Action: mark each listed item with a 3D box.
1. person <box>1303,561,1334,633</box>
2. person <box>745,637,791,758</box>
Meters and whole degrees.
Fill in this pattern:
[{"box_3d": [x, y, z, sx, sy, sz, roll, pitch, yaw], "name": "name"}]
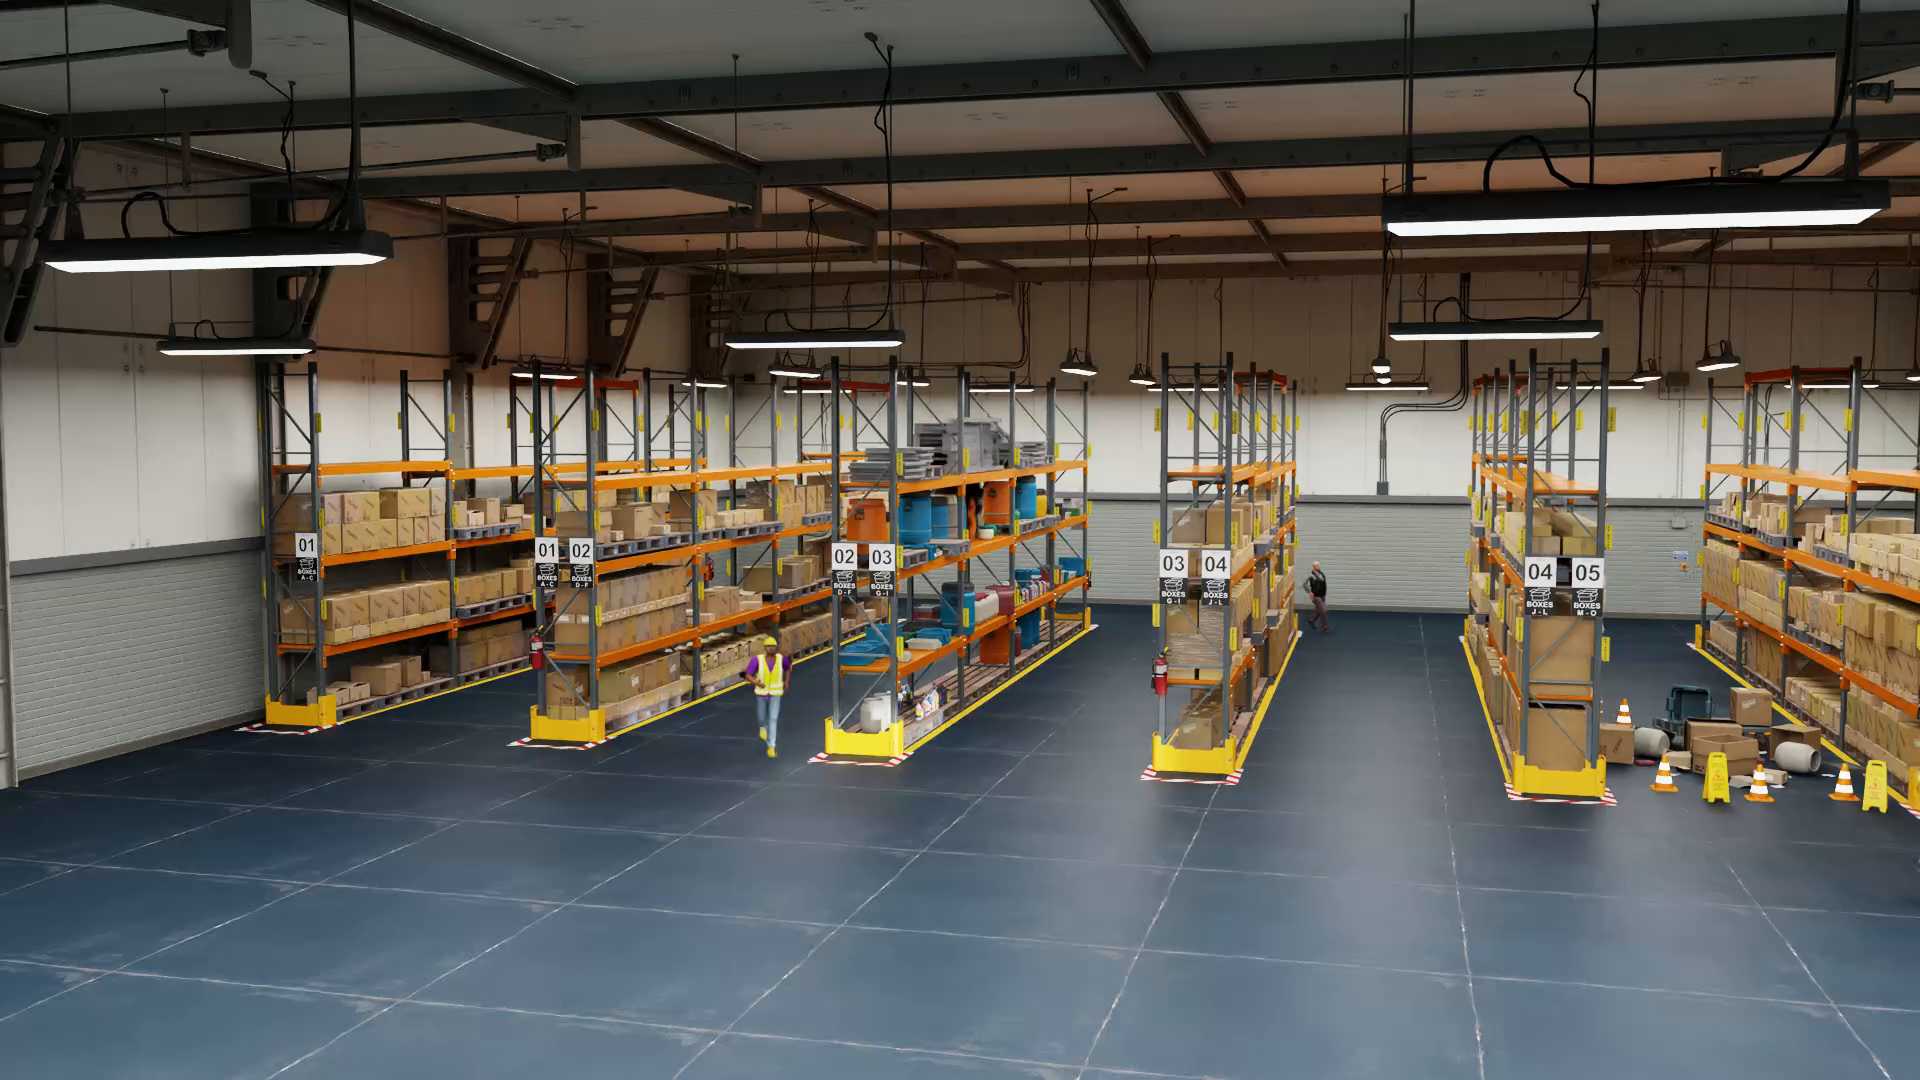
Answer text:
[{"box_3d": [8.509, 1.354, 39.690, 0.702, 1.704, 0.858, -3, 5, -39], "name": "person"}, {"box_3d": [-2.914, 2.349, 25.257, 0.690, 1.755, 1.129, 0, 4, -5], "name": "person"}]
